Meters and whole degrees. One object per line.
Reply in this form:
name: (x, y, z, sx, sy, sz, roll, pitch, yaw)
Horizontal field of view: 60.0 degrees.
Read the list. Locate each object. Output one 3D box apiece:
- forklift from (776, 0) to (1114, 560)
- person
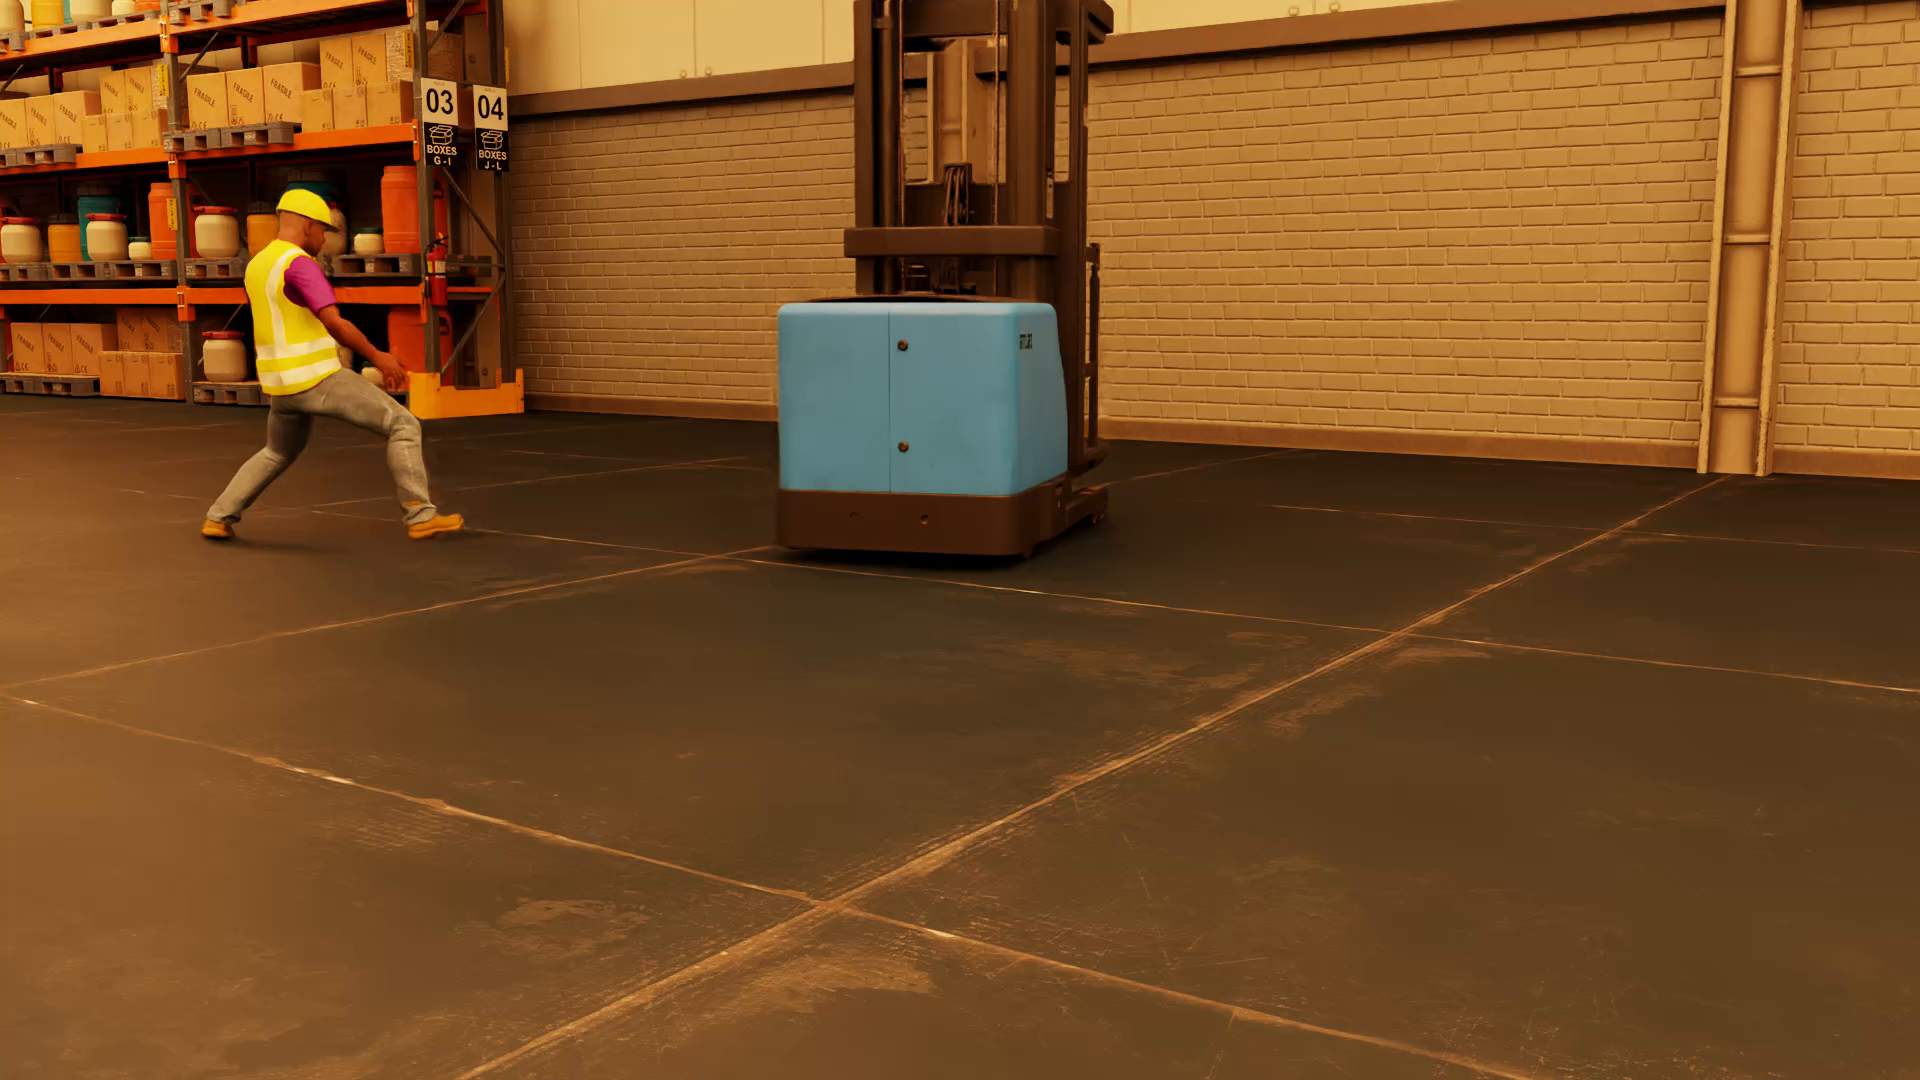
forklift: (0.116, -1.538, 8.010, 1.130, 2.935, 3.031, 2, 8, 15)
person: (-2.939, -0.785, 7.633, 1.028, 1.613, 0.929, 8, 11, 43)
